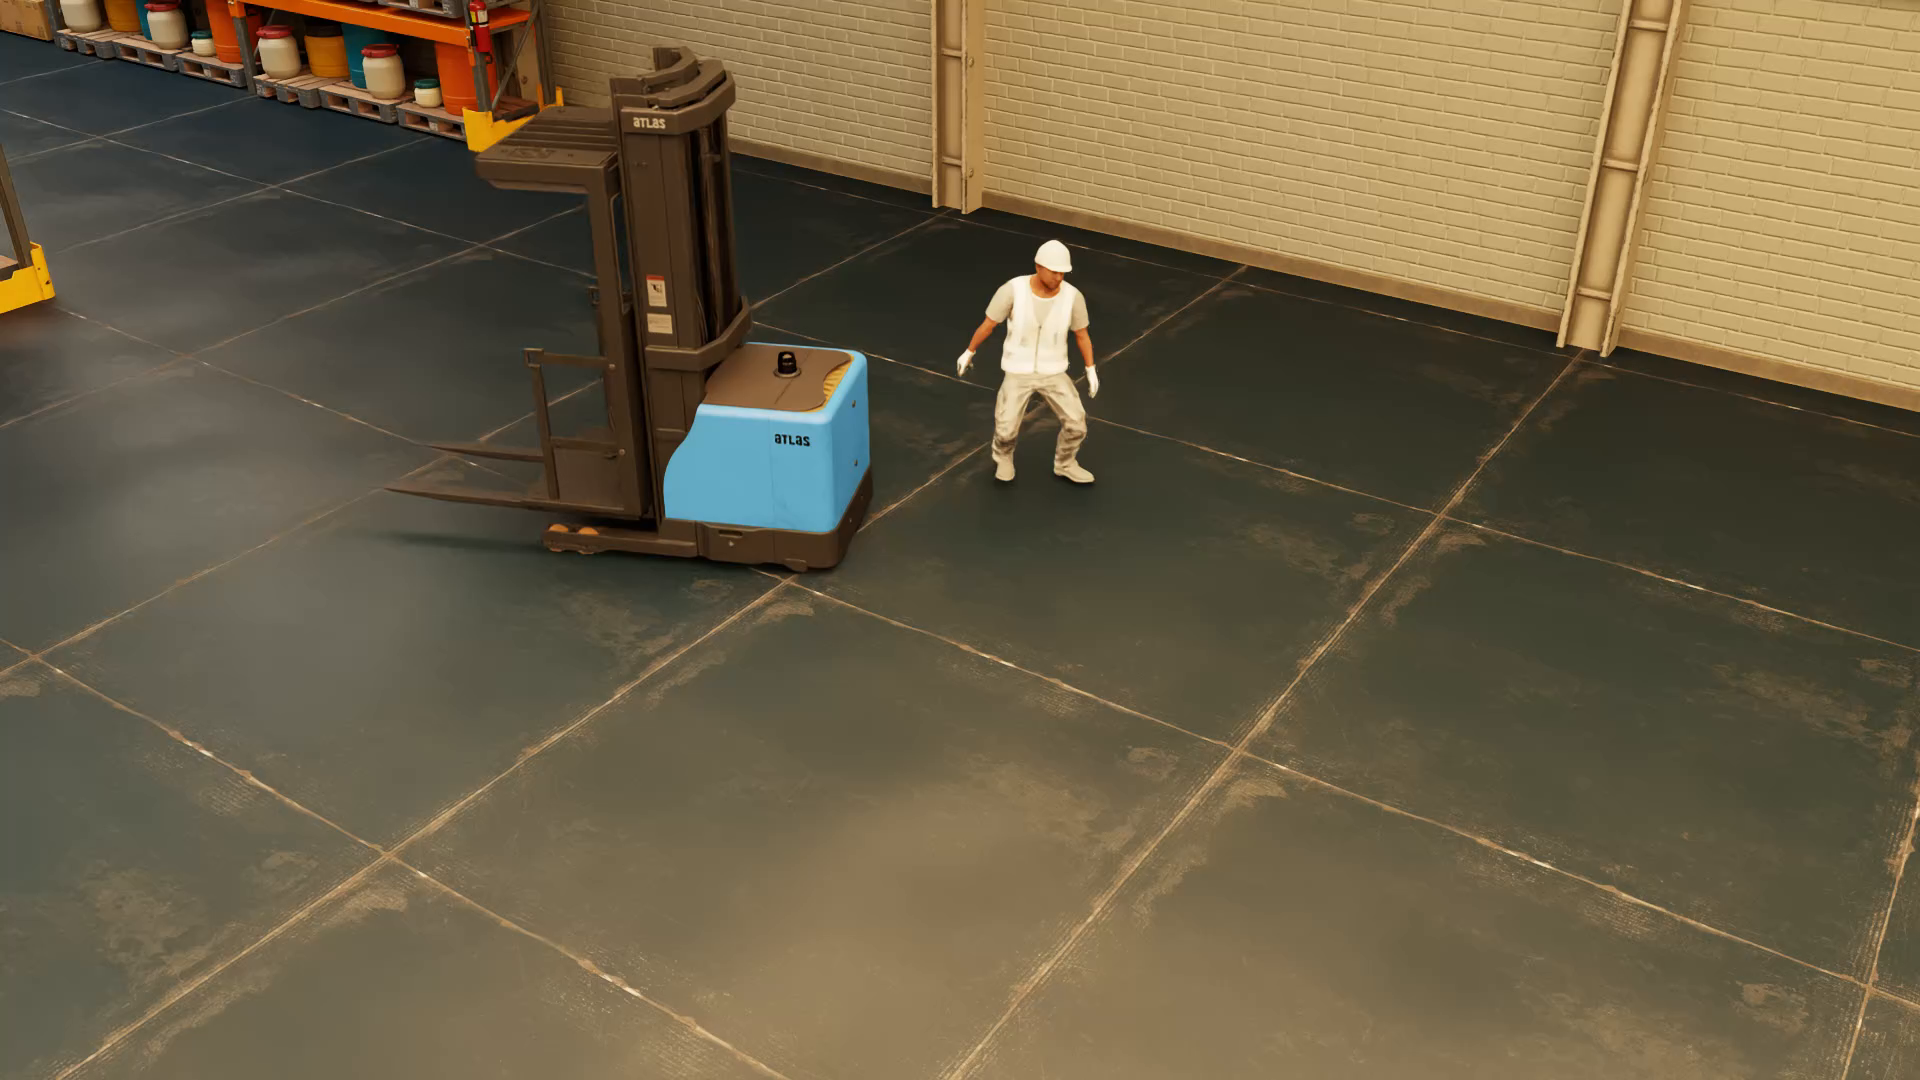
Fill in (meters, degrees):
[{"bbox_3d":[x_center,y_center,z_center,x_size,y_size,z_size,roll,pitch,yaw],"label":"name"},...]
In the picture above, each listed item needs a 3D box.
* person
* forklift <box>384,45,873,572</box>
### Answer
[{"bbox_3d":[0.440,-1.141,10.725,0.913,1.699,0.496,0,30,0],"label":"person"},{"bbox_3d":[-2.137,-1.429,10.042,3.031,2.935,1.130,6,31,9],"label":"forklift"}]
